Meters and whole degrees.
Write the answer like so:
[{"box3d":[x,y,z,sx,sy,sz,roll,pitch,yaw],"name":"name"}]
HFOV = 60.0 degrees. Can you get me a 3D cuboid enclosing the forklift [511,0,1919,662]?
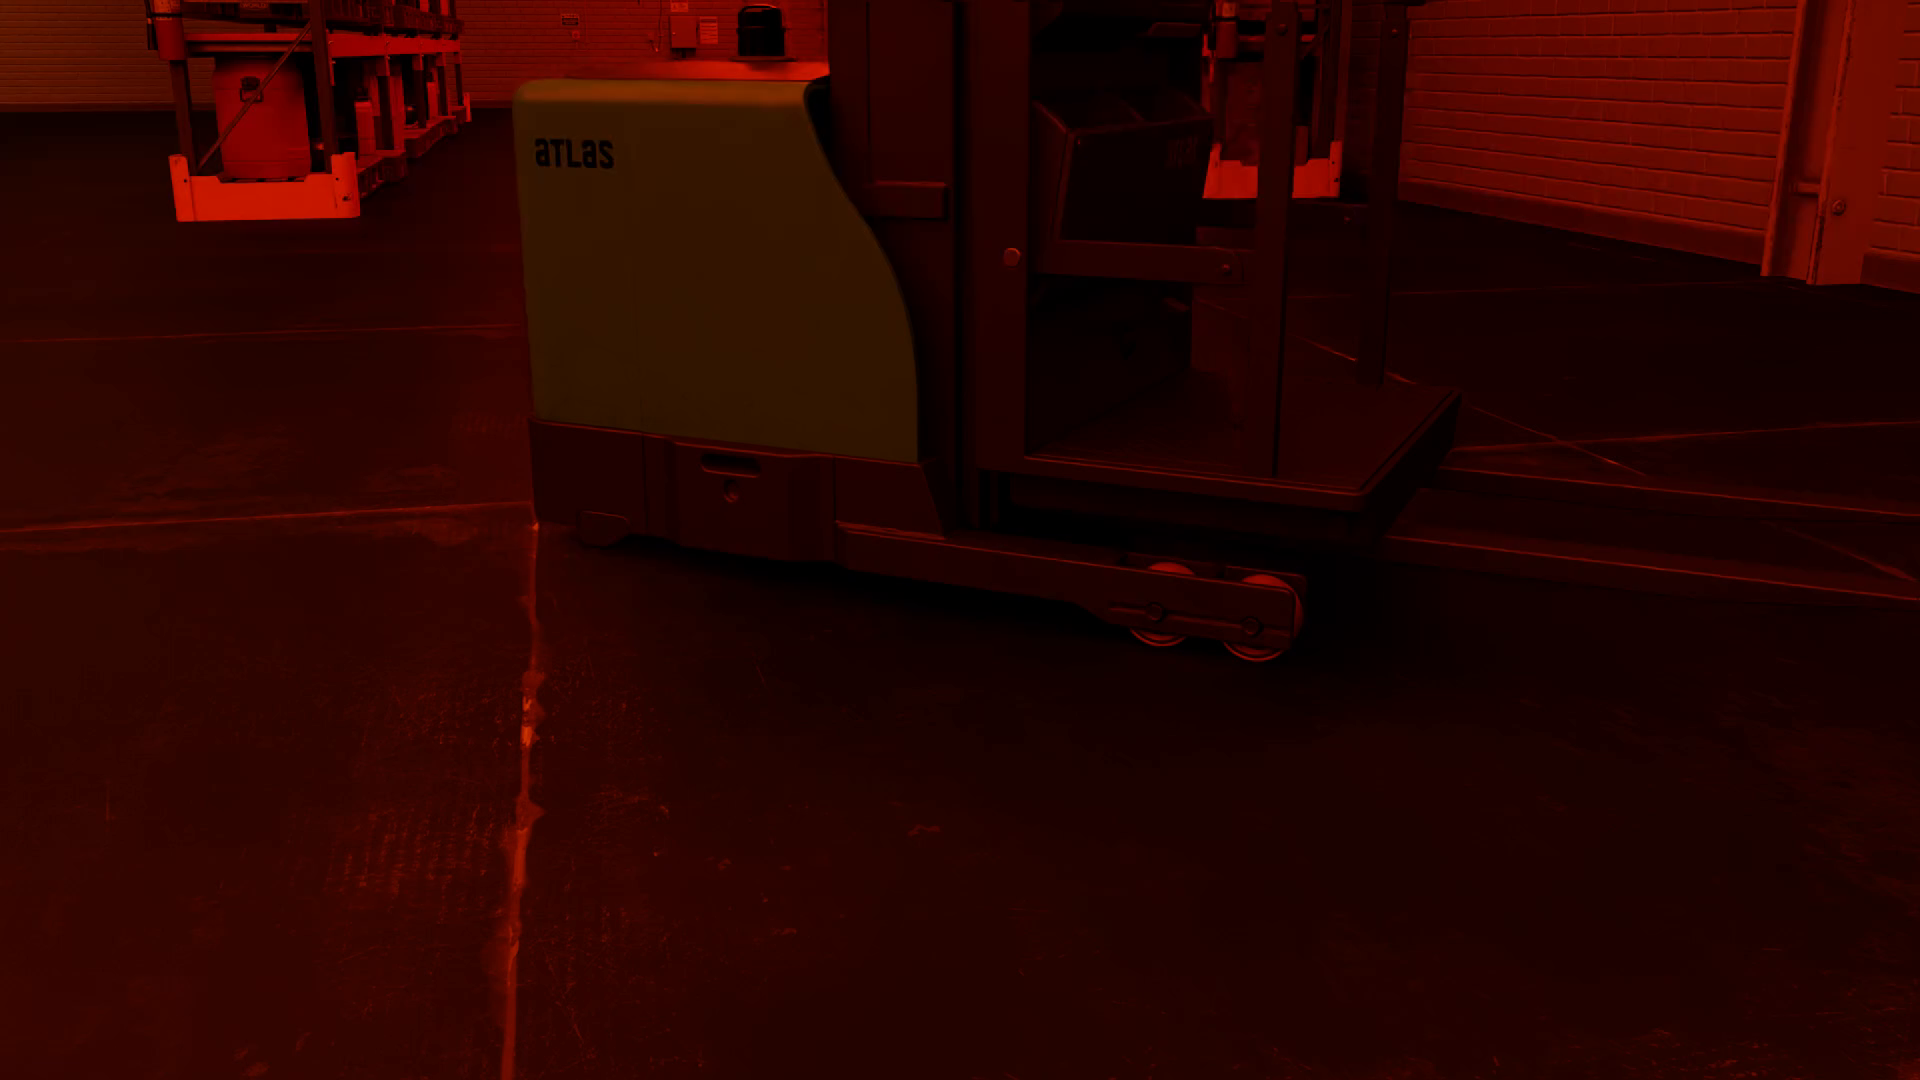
[{"box3d":[0.540,-1.341,3.383,3.031,2.935,1.130,8,18,24],"name":"forklift"}]
